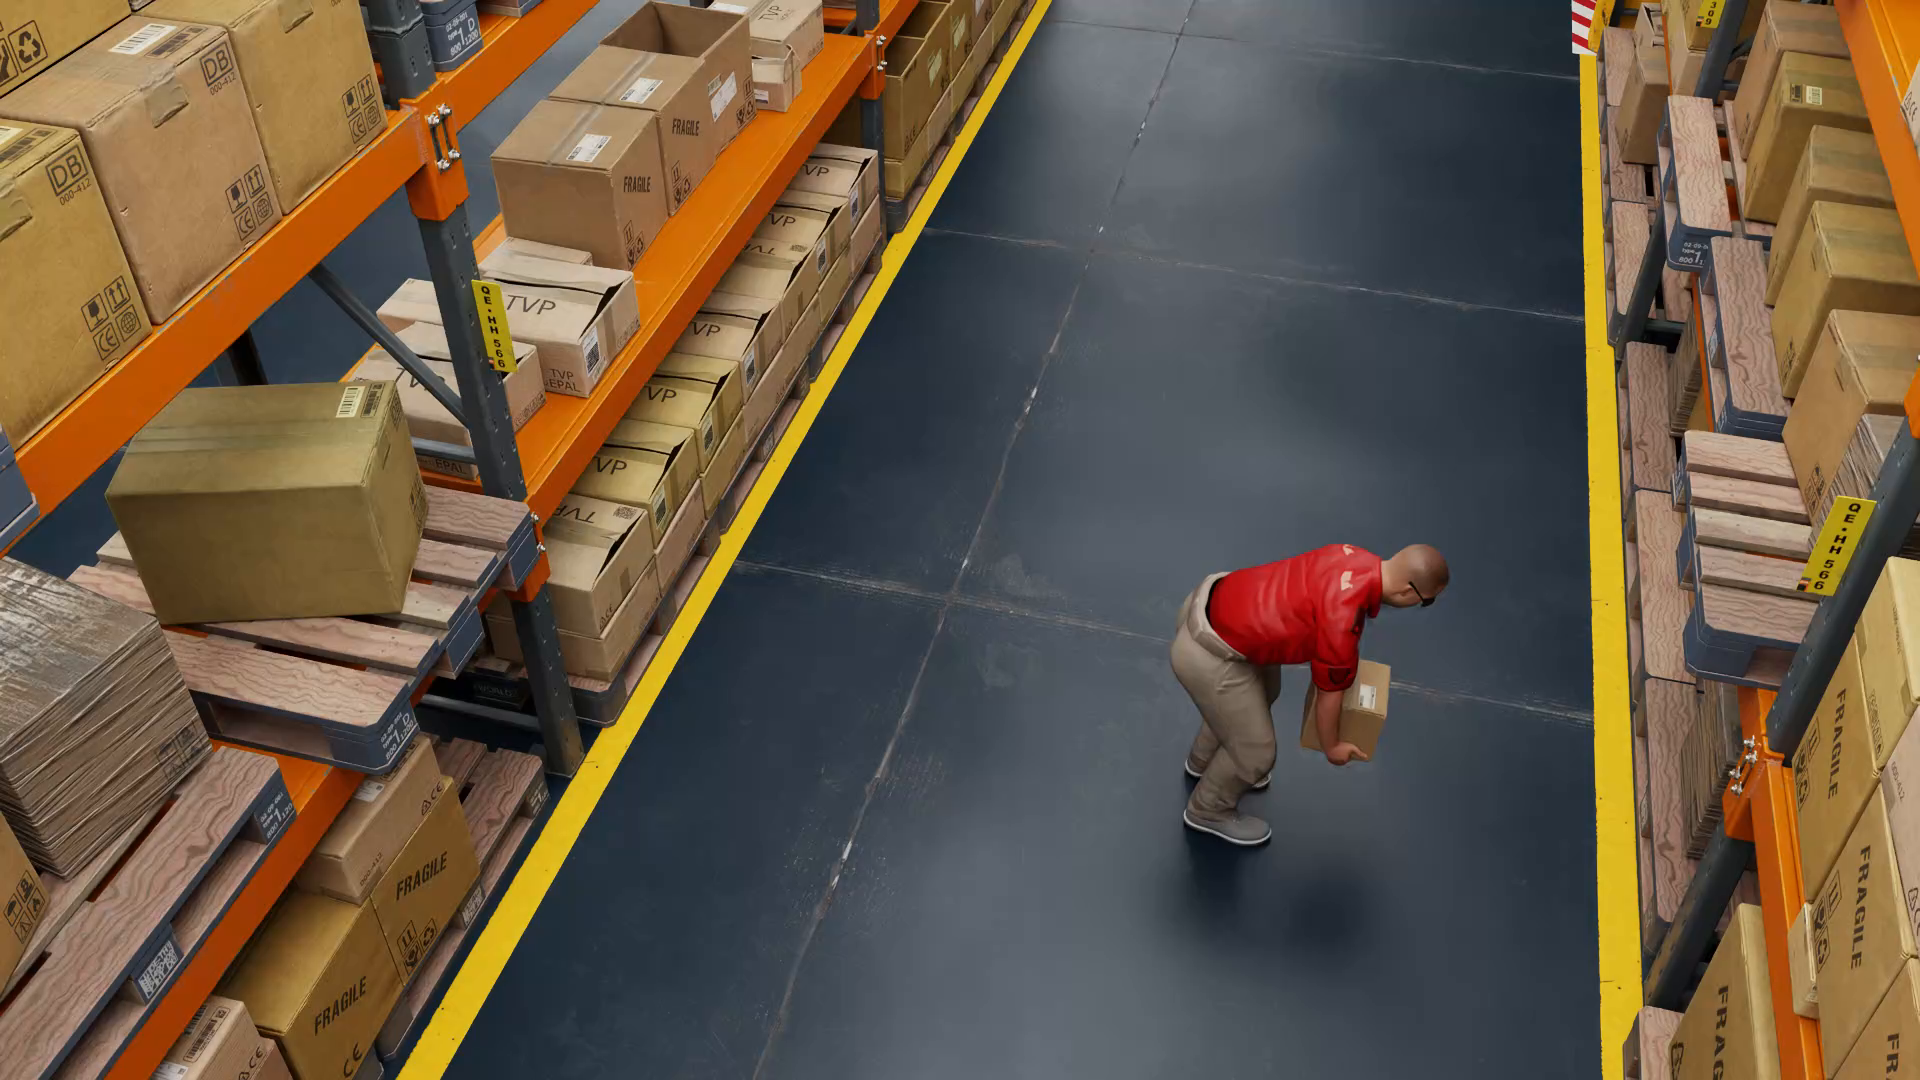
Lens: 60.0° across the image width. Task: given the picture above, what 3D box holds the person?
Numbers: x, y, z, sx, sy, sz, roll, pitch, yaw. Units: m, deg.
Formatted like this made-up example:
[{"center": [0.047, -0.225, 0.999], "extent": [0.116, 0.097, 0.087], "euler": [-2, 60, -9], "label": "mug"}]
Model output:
[{"center": [1.170, 0.507, 5.860], "extent": [0.867, 1.372, 0.479], "euler": [9, 42, 10], "label": "person"}]
